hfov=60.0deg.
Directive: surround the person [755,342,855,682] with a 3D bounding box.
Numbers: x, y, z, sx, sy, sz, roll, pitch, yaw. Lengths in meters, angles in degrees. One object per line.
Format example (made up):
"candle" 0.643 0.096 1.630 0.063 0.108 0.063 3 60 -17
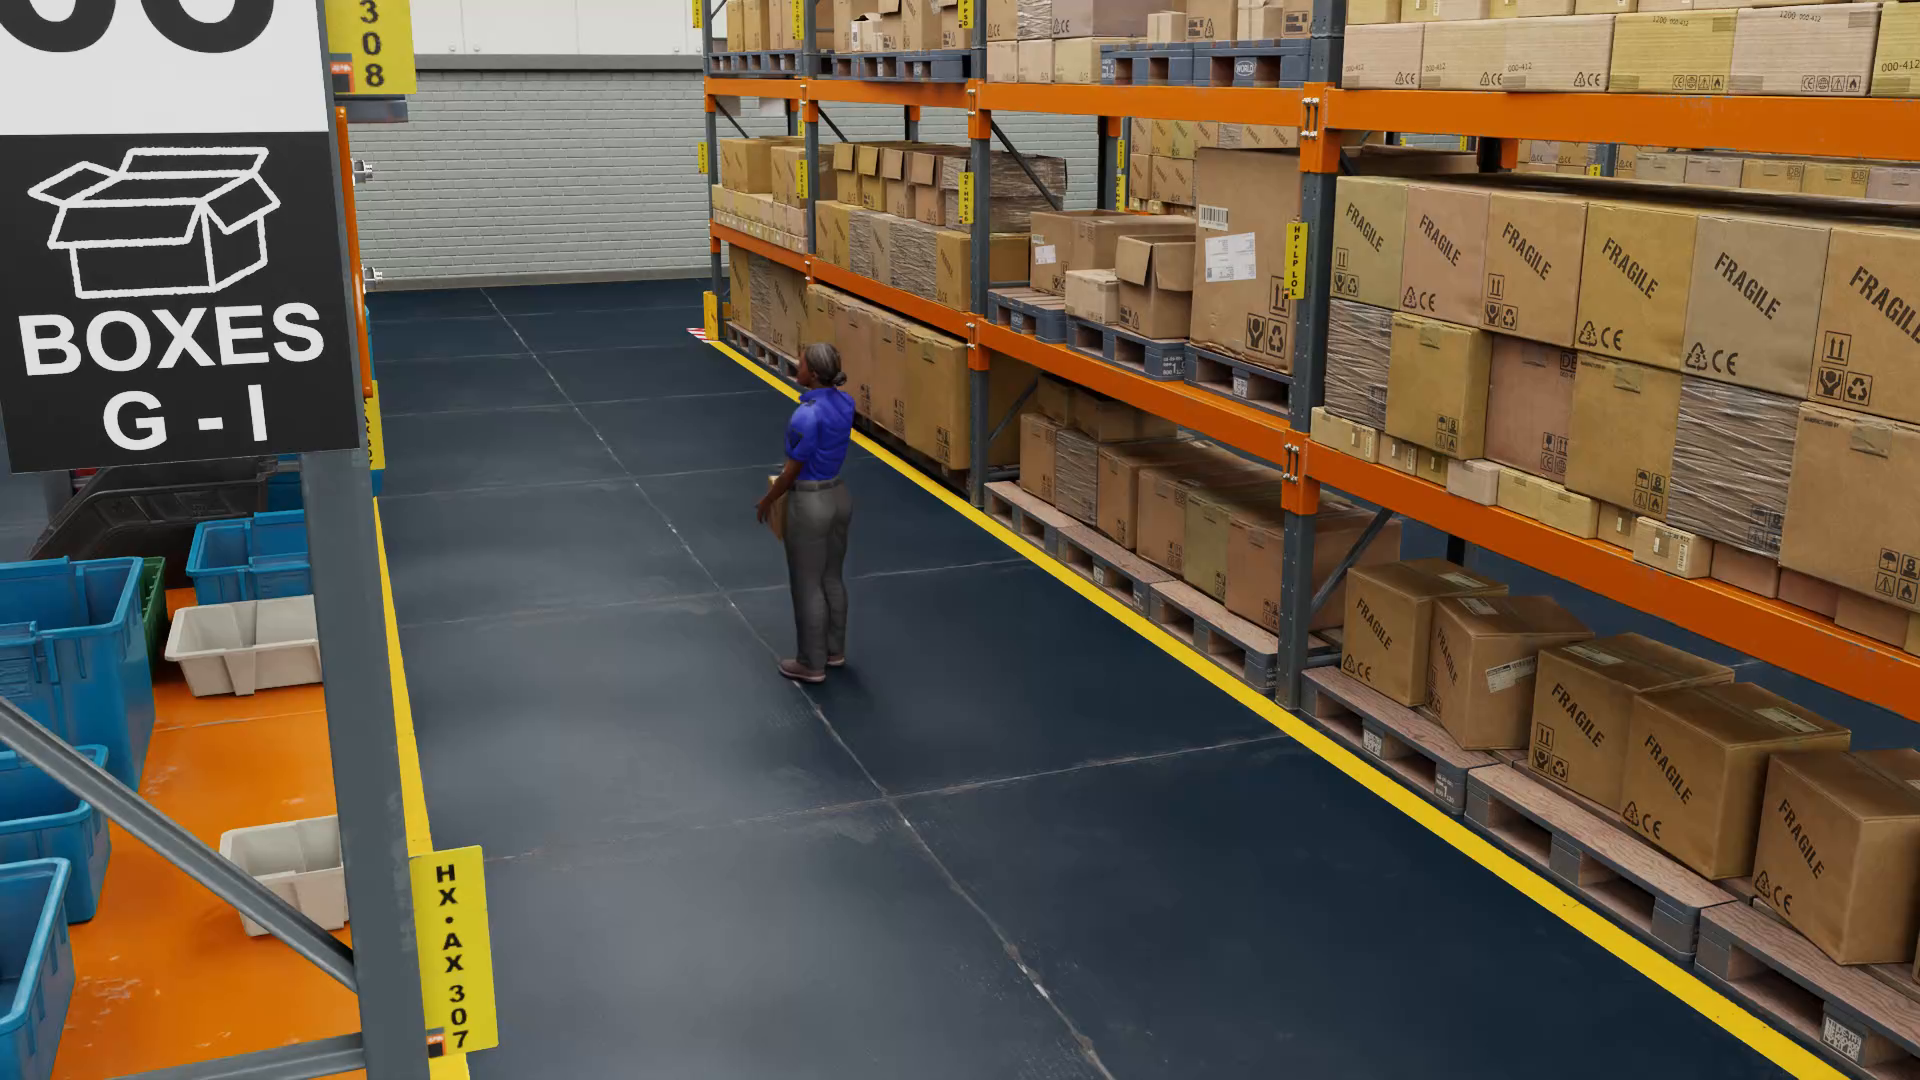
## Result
"person" -0.720 -0.141 8.012 0.450 1.662 0.534 8 17 25
